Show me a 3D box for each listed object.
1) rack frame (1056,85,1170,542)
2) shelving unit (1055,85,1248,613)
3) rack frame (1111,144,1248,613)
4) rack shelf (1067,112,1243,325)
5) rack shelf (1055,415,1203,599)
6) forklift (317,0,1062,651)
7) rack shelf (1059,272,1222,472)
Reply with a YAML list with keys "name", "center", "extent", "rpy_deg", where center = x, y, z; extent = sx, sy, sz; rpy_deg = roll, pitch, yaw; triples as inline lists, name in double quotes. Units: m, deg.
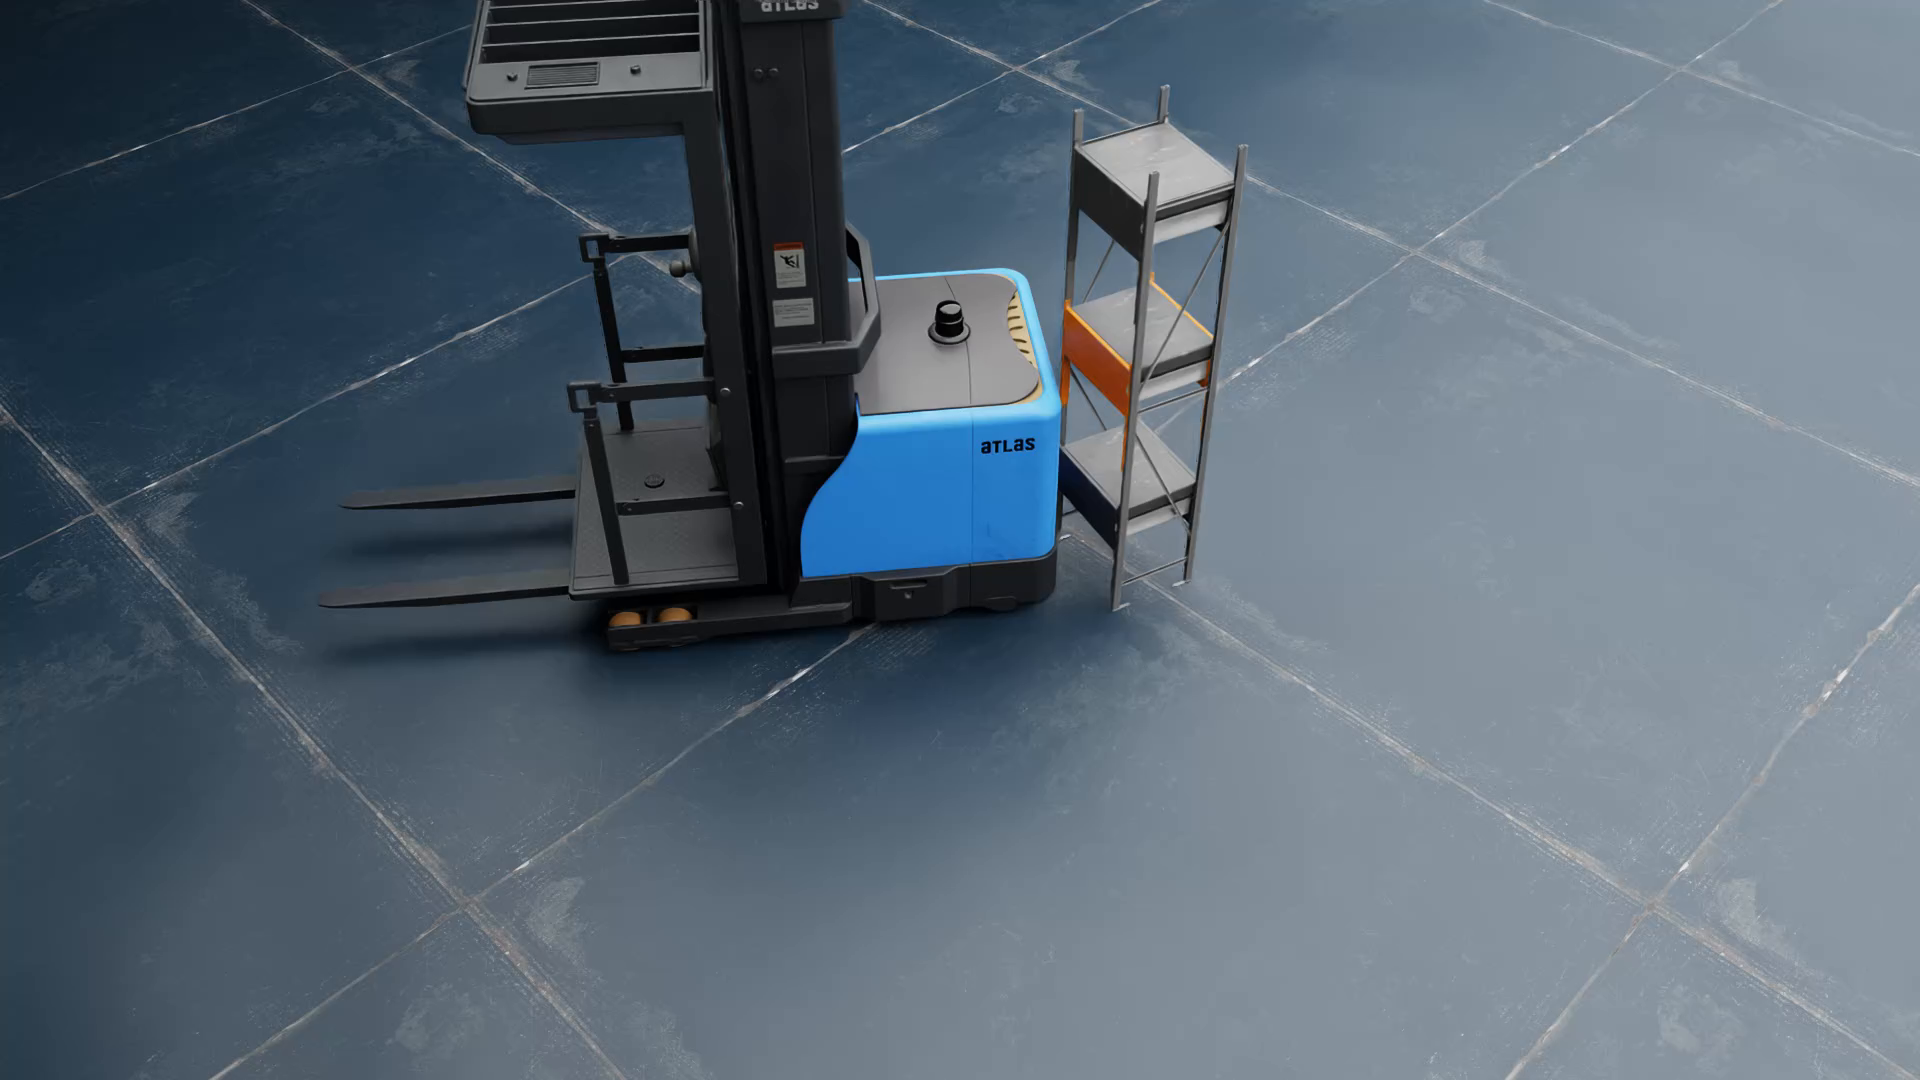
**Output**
- name: "rack frame"
  center: [0.585, -0.822, 6.710]
  extent: [0.400, 2.100, 0.015]
  rpy_deg: [-20, 46, -20]
- name: "shelving unit"
  center: [0.701, -0.676, 6.552]
  extent: [0.431, 2.100, 0.503]
  rpy_deg: [-20, 46, -20]
- name: "rack frame"
  center: [0.817, -0.530, 6.394]
  extent: [0.400, 2.100, 0.015]
  rpy_deg: [-20, 46, -20]
- name: "rack shelf"
  center: [0.701, -1.180, 6.086]
  extent: [0.431, 0.518, 0.480]
  rpy_deg: [-20, 46, -20]
- name: "rack shelf"
  center: [0.701, -0.152, 7.036]
  extent: [0.431, 0.518, 0.480]
  rpy_deg: [-20, 46, -20]
- name: "forklift"
  center: [-1.150, -1.001, 6.291]
  extent: [3.031, 2.935, 1.130]
  rpy_deg: [-5, 43, -5]
- name: "rack shelf"
  center: [0.701, -0.666, 6.561]
  extent: [0.431, 0.518, 0.480]
  rpy_deg: [-20, 46, -20]
